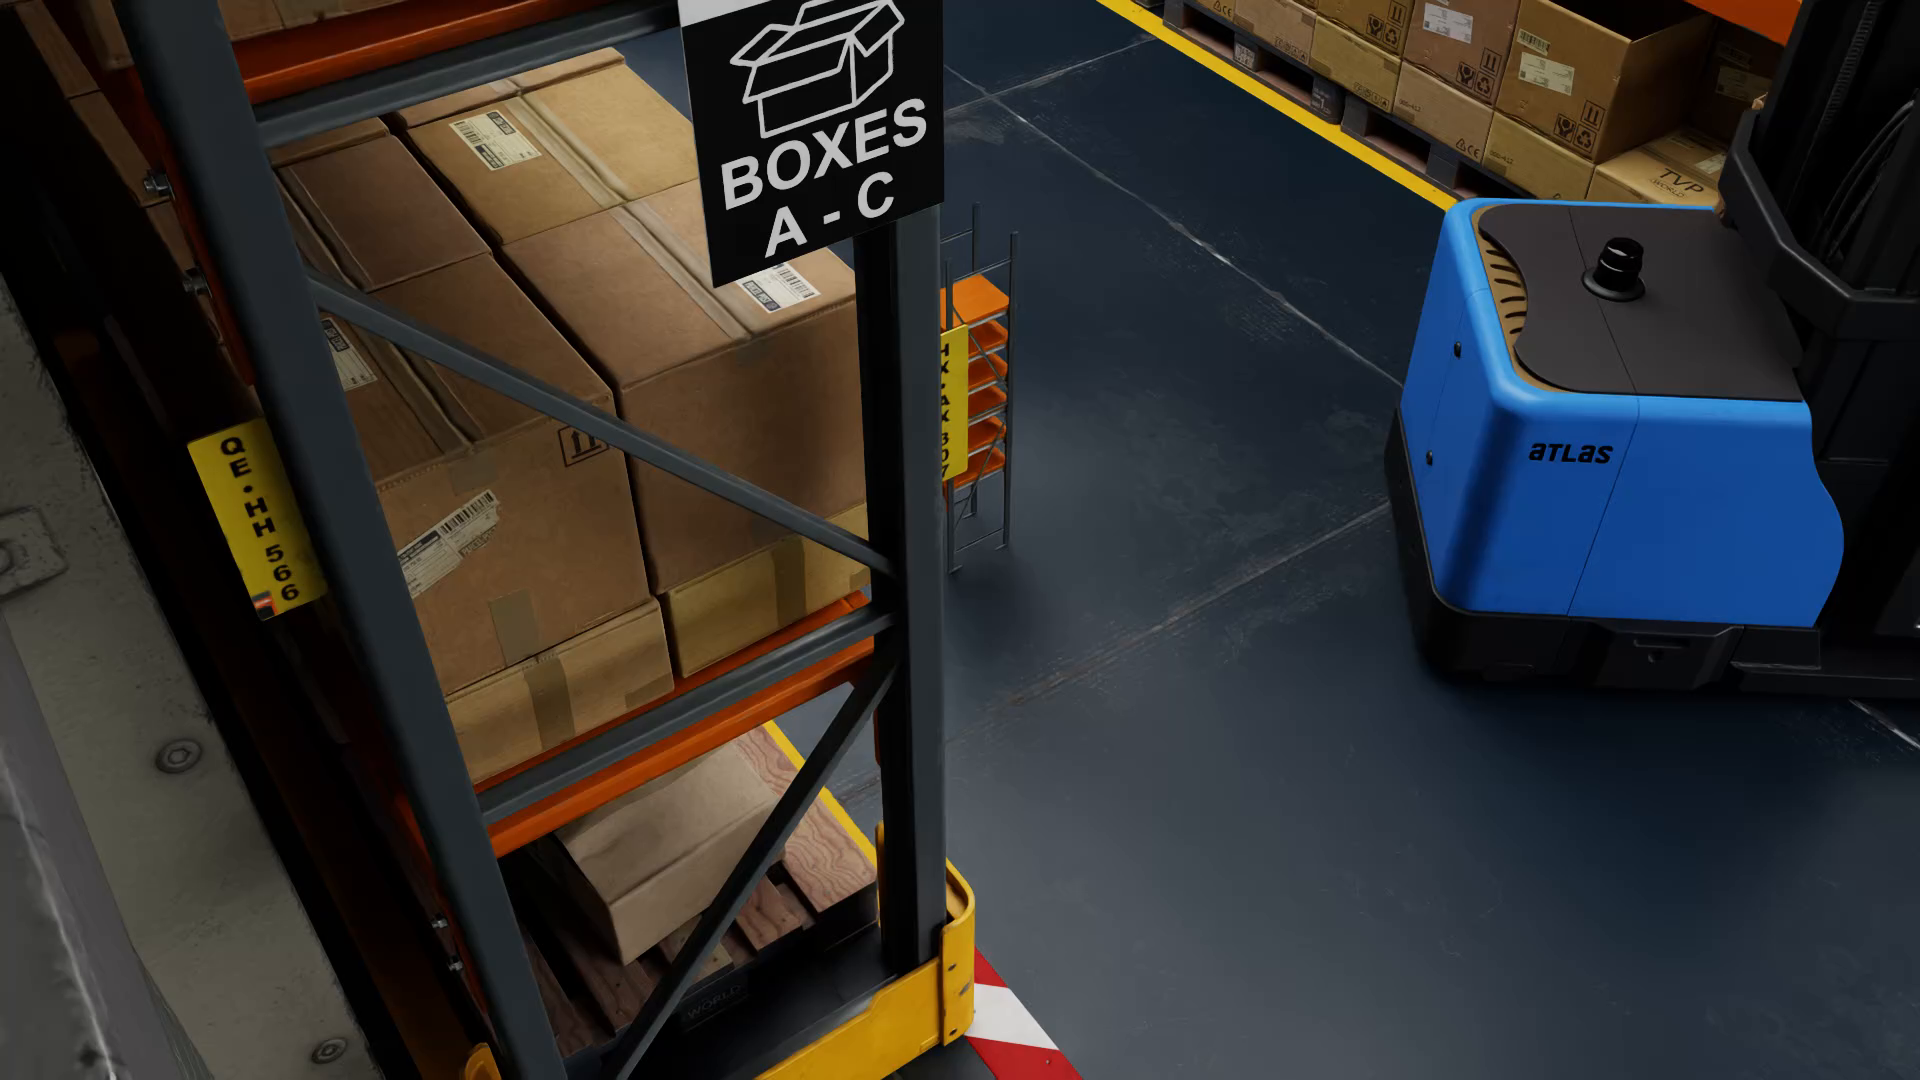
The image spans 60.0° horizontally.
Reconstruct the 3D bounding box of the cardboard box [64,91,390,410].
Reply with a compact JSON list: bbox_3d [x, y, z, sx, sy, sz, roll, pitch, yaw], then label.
[{"bbox_3d":[-1.497,-0.686,3.552,0.500,0.500,0.500,-27,50,-25],"label":"cardboard box"}]

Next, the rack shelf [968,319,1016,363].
[{"bbox_3d":[0.008,-0.567,4.897,0.258,0.103,0.180,-26,49,-24],"label":"rack shelf"}]

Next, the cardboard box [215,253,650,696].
[{"bbox_3d":[-0.917,-0.106,2.945,0.500,0.500,0.500,-26,50,-25],"label":"cardboard box"}]

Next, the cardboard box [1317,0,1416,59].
[{"bbox_3d":[1.880,-2.399,6.940,0.500,0.500,0.500,-26,49,-24],"label":"cardboard box"}]

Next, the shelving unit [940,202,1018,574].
[{"bbox_3d":[0.008,-0.426,5.032,0.258,1.200,0.189,-26,49,-24],"label":"shelving unit"}]

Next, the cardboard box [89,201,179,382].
[{"bbox_3d":[-1.788,-0.698,4.108,0.500,0.250,0.500,-25,49,-24],"label":"cardboard box"}]

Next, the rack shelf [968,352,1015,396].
[{"bbox_3d":[0.008,-0.480,4.980,0.258,0.103,0.180,-26,49,-24],"label":"rack shelf"}]

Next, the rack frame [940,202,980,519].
[{"bbox_3d":[-0.044,-0.478,5.086,0.240,1.200,0.006,-26,49,-24],"label":"rack frame"}]

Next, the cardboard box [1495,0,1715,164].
[{"bbox_3d":[2.452,-1.833,6.347,0.500,0.500,0.500,-26,49,-24],"label":"cardboard box"}]

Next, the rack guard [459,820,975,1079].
[{"bbox_3d":[-0.517,1.162,3.875,1.175,0.500,0.348,-26,49,-24],"label":"rack guard"}]

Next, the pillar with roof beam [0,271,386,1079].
[{"bbox_3d":[1.948,-3.624,2.734,9.100,9.000,0.400,-26,49,-24],"label":"pillar with roof beam"}]

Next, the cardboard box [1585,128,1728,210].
[{"bbox_3d":[2.742,-1.280,6.311,0.500,0.250,0.500,-26,49,-24],"label":"cardboard box"}]

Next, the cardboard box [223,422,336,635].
[{"bbox_3d":[-1.205,-0.130,3.513,0.500,0.250,0.500,-24,49,-23],"label":"cardboard box"}]

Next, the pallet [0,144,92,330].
[{"bbox_3d":[-3.208,-1.396,6.764,1.003,0.211,1.213,-26,49,-24],"label":"pallet"}]

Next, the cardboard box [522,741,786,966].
[{"bbox_3d":[-0.795,0.687,4.191,0.500,0.311,0.500,-31,52,-29],"label":"cardboard box"}]

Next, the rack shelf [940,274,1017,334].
[{"bbox_3d":[0.008,-0.654,4.814,0.258,0.103,0.180,-26,49,-24],"label":"rack shelf"}]

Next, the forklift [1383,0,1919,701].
[{"bbox_3d":[2.918,-0.917,4.293,3.031,2.935,1.130,3,44,3],"label":"forklift"}]

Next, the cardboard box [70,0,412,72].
[{"bbox_3d":[-0.920,-0.963,2.032,0.500,0.500,0.500,-22,48,-22],"label":"cardboard box"}]

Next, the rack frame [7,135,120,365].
[{"bbox_3d":[-2.762,-1.964,5.340,1.000,3.000,0.127,-26,49,-24],"label":"rack frame"}]

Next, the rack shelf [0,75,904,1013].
[{"bbox_3d":[-1.618,-0.571,4.402,1.077,0.370,4.000,-26,49,-24],"label":"rack shelf"}]

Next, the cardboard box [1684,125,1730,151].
[{"bbox_3d":[3.174,-1.488,6.529,0.500,0.250,0.500,-26,49,-24],"label":"cardboard box"}]

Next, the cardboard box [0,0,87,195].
[{"bbox_3d":[-2.091,-1.261,4.154,0.500,0.500,0.500,-24,49,-23],"label":"cardboard box"}]

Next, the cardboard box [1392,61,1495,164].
[{"bbox_3d":[2.170,-1.847,6.904,0.500,0.250,0.500,-26,49,-24],"label":"cardboard box"}]

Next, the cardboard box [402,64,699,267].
[{"bbox_3d":[-0.775,-0.596,3.458,0.500,0.500,0.500,-26,49,-24],"label":"cardboard box"}]

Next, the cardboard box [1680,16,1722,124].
[{"bbox_3d":[2.879,-2.038,6.562,0.500,0.500,0.500,-26,49,-24],"label":"cardboard box"}]

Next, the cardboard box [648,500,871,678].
[{"bbox_3d":[-0.492,-0.054,3.433,0.500,0.250,0.500,-27,50,-26],"label":"cardboard box"}]

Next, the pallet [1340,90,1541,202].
[{"bbox_3d":[2.422,-1.756,7.141,1.003,0.211,1.213,-26,49,-24],"label":"pallet"}]

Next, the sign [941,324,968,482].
[{"bbox_3d":[-0.029,-0.226,2.893,0.100,0.325,0.005,-26,49,-24],"label":"sign"}]

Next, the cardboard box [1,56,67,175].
[{"bbox_3d":[-2.366,-1.284,4.722,0.500,0.250,0.500,-27,50,-26],"label":"cardboard box"}]

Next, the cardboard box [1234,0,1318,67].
[{"bbox_3d":[1.598,-2.413,7.497,0.500,0.250,0.500,-26,49,-24],"label":"cardboard box"}]

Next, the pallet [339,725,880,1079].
[{"bbox_3d":[-0.953,0.793,4.471,1.003,0.211,1.213,-26,49,-24],"label":"pallet"}]
